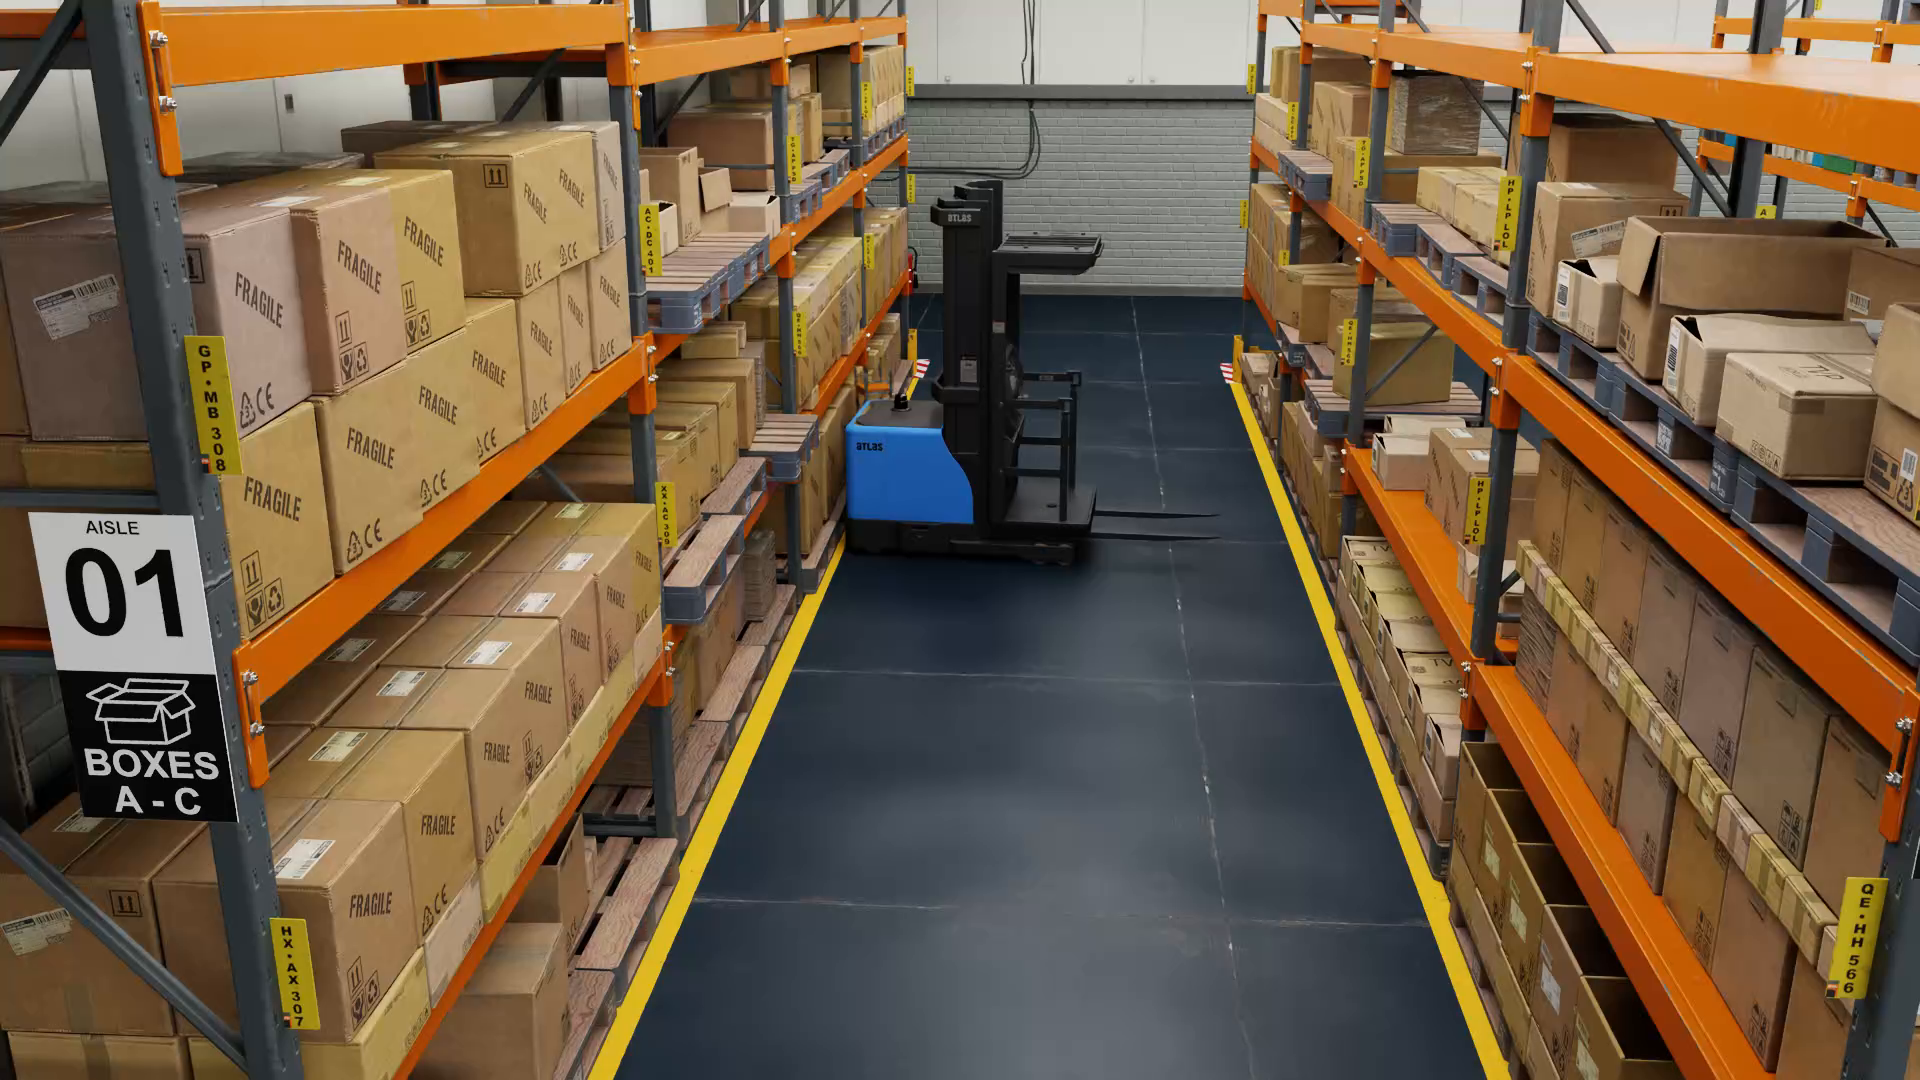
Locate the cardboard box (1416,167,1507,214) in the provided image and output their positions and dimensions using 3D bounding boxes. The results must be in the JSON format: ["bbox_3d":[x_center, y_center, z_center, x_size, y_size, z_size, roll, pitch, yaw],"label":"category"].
[{"bbox_3d":[3.277,-2.266,10.770,0.500,0.250,0.500,0,18,0],"label":"cardboard box"}]

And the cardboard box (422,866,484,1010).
[{"bbox_3d":[-1.886,1.276,5.419,0.500,0.250,0.500,1,18,2],"label":"cardboard box"}]

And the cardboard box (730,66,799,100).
[{"bbox_3d":[-1.619,-3.802,13.821,0.500,0.250,0.500,1,18,2],"label":"cardboard box"}]

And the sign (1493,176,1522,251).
[{"bbox_3d":[2.425,-1.442,7.353,0.100,0.325,0.005,1,18,4],"label":"sign"}]

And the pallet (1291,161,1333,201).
[{"bbox_3d":[3.353,-2.910,13.470,1.213,0.211,1.003,1,18,4],"label":"pallet"}]

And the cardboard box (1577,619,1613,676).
[{"bbox_3d":[2.682,0.429,6.596,0.380,0.149,0.250,1,18,2],"label":"cardboard box"}]

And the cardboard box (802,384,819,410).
[{"bbox_3d":[-1.303,-1.110,12.864,0.380,0.149,0.250,2,18,6],"label":"cardboard box"}]

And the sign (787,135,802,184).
[{"bbox_3d":[-1.146,-2.622,11.461,0.100,0.325,0.005,1,18,4],"label":"sign"}]

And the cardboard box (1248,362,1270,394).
[{"bbox_3d":[3.434,-1.768,18.212,0.500,0.250,0.500,1,18,4],"label":"cardboard box"}]

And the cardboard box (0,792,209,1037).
[{"bbox_3d":[-2.439,1.075,4.829,0.500,0.500,0.500,1,18,3],"label":"cardboard box"}]

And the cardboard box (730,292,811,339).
[{"bbox_3d":[-1.396,-1.663,12.306,0.500,0.250,0.500,2,18,5],"label":"cardboard box"}]

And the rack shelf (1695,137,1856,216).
[{"bbox_3d":[8.624,-3.690,16.704,1.077,0.370,4.000,1,18,4],"label":"rack shelf"}]

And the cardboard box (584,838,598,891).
[{"bbox_3d":[-1.983,1.583,8.119,0.380,0.166,0.250,-1,18,-3],"label":"cardboard box"}]

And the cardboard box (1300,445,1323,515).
[{"bbox_3d":[3.156,-0.495,13.925,0.500,0.500,0.500,1,18,2],"label":"cardboard box"}]

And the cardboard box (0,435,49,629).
[{"bbox_3d":[-2.484,-0.097,4.392,0.500,0.500,0.500,3,18,8],"label":"cardboard box"}]

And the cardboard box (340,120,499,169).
[{"bbox_3d":[-2.294,-1.533,7.169,0.500,0.500,0.500,2,18,5],"label":"cardboard box"}]

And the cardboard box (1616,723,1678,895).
[{"bbox_3d":[2.835,0.957,6.024,0.700,0.500,0.500,2,18,6],"label":"cardboard box"}]

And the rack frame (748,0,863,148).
[{"bbox_3d":[-1.401,-5.057,14.904,1.000,3.000,0.127,1,18,4],"label":"rack frame"}]

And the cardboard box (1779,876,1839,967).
[{"bbox_3d":[2.535,1.070,4.637,0.380,0.149,0.250,2,18,5],"label":"cardboard box"}]

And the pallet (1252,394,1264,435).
[{"bbox_3d":[3.676,-1.365,17.749,1.003,0.211,1.213,1,18,4],"label":"pallet"}]

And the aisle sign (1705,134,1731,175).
[{"bbox_3d":[8.477,-4.492,18.639,0.394,0.787,0.004,1,18,4],"label":"aisle sign"}]

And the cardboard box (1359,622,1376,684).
[{"bbox_3d":[2.857,0.726,10.630,0.500,0.250,0.500,1,18,2],"label":"cardboard box"}]

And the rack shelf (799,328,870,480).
[{"bbox_3d":[-1.544,-1.243,14.055,1.077,0.370,4.000,1,18,4],"label":"rack shelf"}]

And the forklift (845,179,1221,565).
[{"bbox_3d":[0.622,-1.367,13.387,3.031,2.935,1.130,2,18,7],"label":"forklift"}]

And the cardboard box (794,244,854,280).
[{"bbox_3d":[-1.225,-2.452,14.713,0.500,0.250,0.500,2,18,5],"label":"cardboard box"}]

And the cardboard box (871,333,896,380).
[{"bbox_3d":[-1.100,-2.085,18.809,0.700,0.500,0.500,1,18,4],"label":"cardboard box"}]

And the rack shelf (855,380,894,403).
[{"bbox_3d":[-0.756,-1.293,14.603,0.258,0.148,0.480,-6,14,-12],"label":"rack shelf"}]

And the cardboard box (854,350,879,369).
[{"bbox_3d":[-1.038,-1.858,17.075,0.380,0.149,0.250,2,18,6],"label":"cardboard box"}]

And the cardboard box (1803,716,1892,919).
[{"bbox_3d":[2.730,0.805,4.405,0.700,0.500,0.500,1,18,4],"label":"cardboard box"}]

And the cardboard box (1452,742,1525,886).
[{"bbox_3d":[2.622,1.276,7.750,0.500,0.500,0.500,1,18,4],"label":"cardboard box"}]

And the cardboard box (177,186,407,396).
[{"bbox_3d":[-1.905,-0.706,4.644,0.500,0.500,0.500,1,18,3],"label":"cardboard box"}]

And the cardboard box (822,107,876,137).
[{"bbox_3d":[-1.088,-4.016,15.951,0.500,0.250,0.500,1,18,4],"label":"cardboard box"}]

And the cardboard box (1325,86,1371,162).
[{"bbox_3d":[3.406,-3.454,13.834,0.600,0.600,0.600,1,18,3],"label":"cardboard box"}]

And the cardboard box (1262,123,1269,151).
[{"bbox_3d":[3.454,-4.229,17.436,0.500,0.250,0.500,1,18,4],"label":"cardboard box"}]

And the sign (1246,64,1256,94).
[{"bbox_3d":[3.286,-5.192,18.730,0.100,0.325,0.005,1,18,4],"label":"sign"}]

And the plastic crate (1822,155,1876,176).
[{"bbox_3d":[8.210,-3.448,15.152,0.450,0.188,0.662,1,18,4],"label":"plastic crate"}]

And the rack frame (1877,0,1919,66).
[{"bbox_3d":[8.481,-4.836,14.230,1.000,3.000,0.127,1,18,4],"label":"rack frame"}]

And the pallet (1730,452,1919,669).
[{"bbox_3d":[2.757,0.028,4.346,1.003,0.211,1.213,1,18,4],"label":"pallet"}]

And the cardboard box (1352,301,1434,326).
[{"bbox_3d":[3.443,-1.579,13.091,0.700,0.500,0.500,5,19,14],"label":"cardboard box"}]

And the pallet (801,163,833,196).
[{"bbox_3d":[-1.617,-2.848,13.284,1.003,0.211,1.213,2,18,6],"label":"pallet"}]

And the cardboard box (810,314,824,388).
[{"bbox_3d":[-1.350,-1.470,12.921,0.500,0.500,0.500,2,18,6],"label":"cardboard box"}]

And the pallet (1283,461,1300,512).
[{"bbox_3d":[3.520,-0.518,15.165,1.003,0.211,1.213,1,18,4],"label":"pallet"}]

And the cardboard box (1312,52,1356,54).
[{"bbox_3d":[3.744,-4.504,16.268,0.700,0.500,0.500,1,18,4],"label":"cardboard box"}]

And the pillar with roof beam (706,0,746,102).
[{"bbox_3d":[2.081,-5.198,15.334,9.100,9.000,0.400,1,18,4],"label":"pillar with roof beam"}]

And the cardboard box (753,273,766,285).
[{"bbox_3d":[-1.833,-1.985,13.290,0.500,0.250,0.500,1,18,3],"label":"cardboard box"}]

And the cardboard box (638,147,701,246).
[{"bbox_3d":[-1.767,-1.945,9.390,0.500,0.500,0.500,1,18,2],"label":"cardboard box"}]

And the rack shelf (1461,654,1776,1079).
[{"bbox_3d":[2.824,1.351,6.138,1.077,0.370,4.000,1,18,4],"label":"rack shelf"}]

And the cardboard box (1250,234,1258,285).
[{"bbox_3d":[3.501,-3.094,18.389,0.500,0.500,0.500,1,18,3],"label":"cardboard box"}]

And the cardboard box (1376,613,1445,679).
[{"bbox_3d":[2.819,0.624,10.043,0.500,0.311,0.500,1,18,3],"label":"cardboard box"}]

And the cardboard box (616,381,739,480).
[{"bbox_3d":[-1.778,-0.687,10.335,0.700,0.500,0.500,1,18,4],"label":"cardboard box"}]

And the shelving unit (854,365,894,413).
[{"bbox_3d":[-0.734,-0.912,14.694,0.258,1.200,0.503,-6,14,-12],"label":"shelving unit"}]

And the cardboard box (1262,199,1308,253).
[{"bbox_3d":[3.426,-3.254,17.271,0.500,0.500,0.500,1,18,3],"label":"cardboard box"}]

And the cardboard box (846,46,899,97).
[{"bbox_3d":[-0.941,-5.017,17.803,0.500,0.500,0.500,2,18,6],"label":"cardboard box"}]

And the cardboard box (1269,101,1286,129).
[{"bbox_3d":[3.419,-4.311,16.884,0.500,0.250,0.500,1,18,4],"label":"cardboard box"}]

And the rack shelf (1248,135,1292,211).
[{"bbox_3d":[3.684,-3.801,17.045,1.077,0.370,4.000,1,18,4],"label":"rack shelf"}]
